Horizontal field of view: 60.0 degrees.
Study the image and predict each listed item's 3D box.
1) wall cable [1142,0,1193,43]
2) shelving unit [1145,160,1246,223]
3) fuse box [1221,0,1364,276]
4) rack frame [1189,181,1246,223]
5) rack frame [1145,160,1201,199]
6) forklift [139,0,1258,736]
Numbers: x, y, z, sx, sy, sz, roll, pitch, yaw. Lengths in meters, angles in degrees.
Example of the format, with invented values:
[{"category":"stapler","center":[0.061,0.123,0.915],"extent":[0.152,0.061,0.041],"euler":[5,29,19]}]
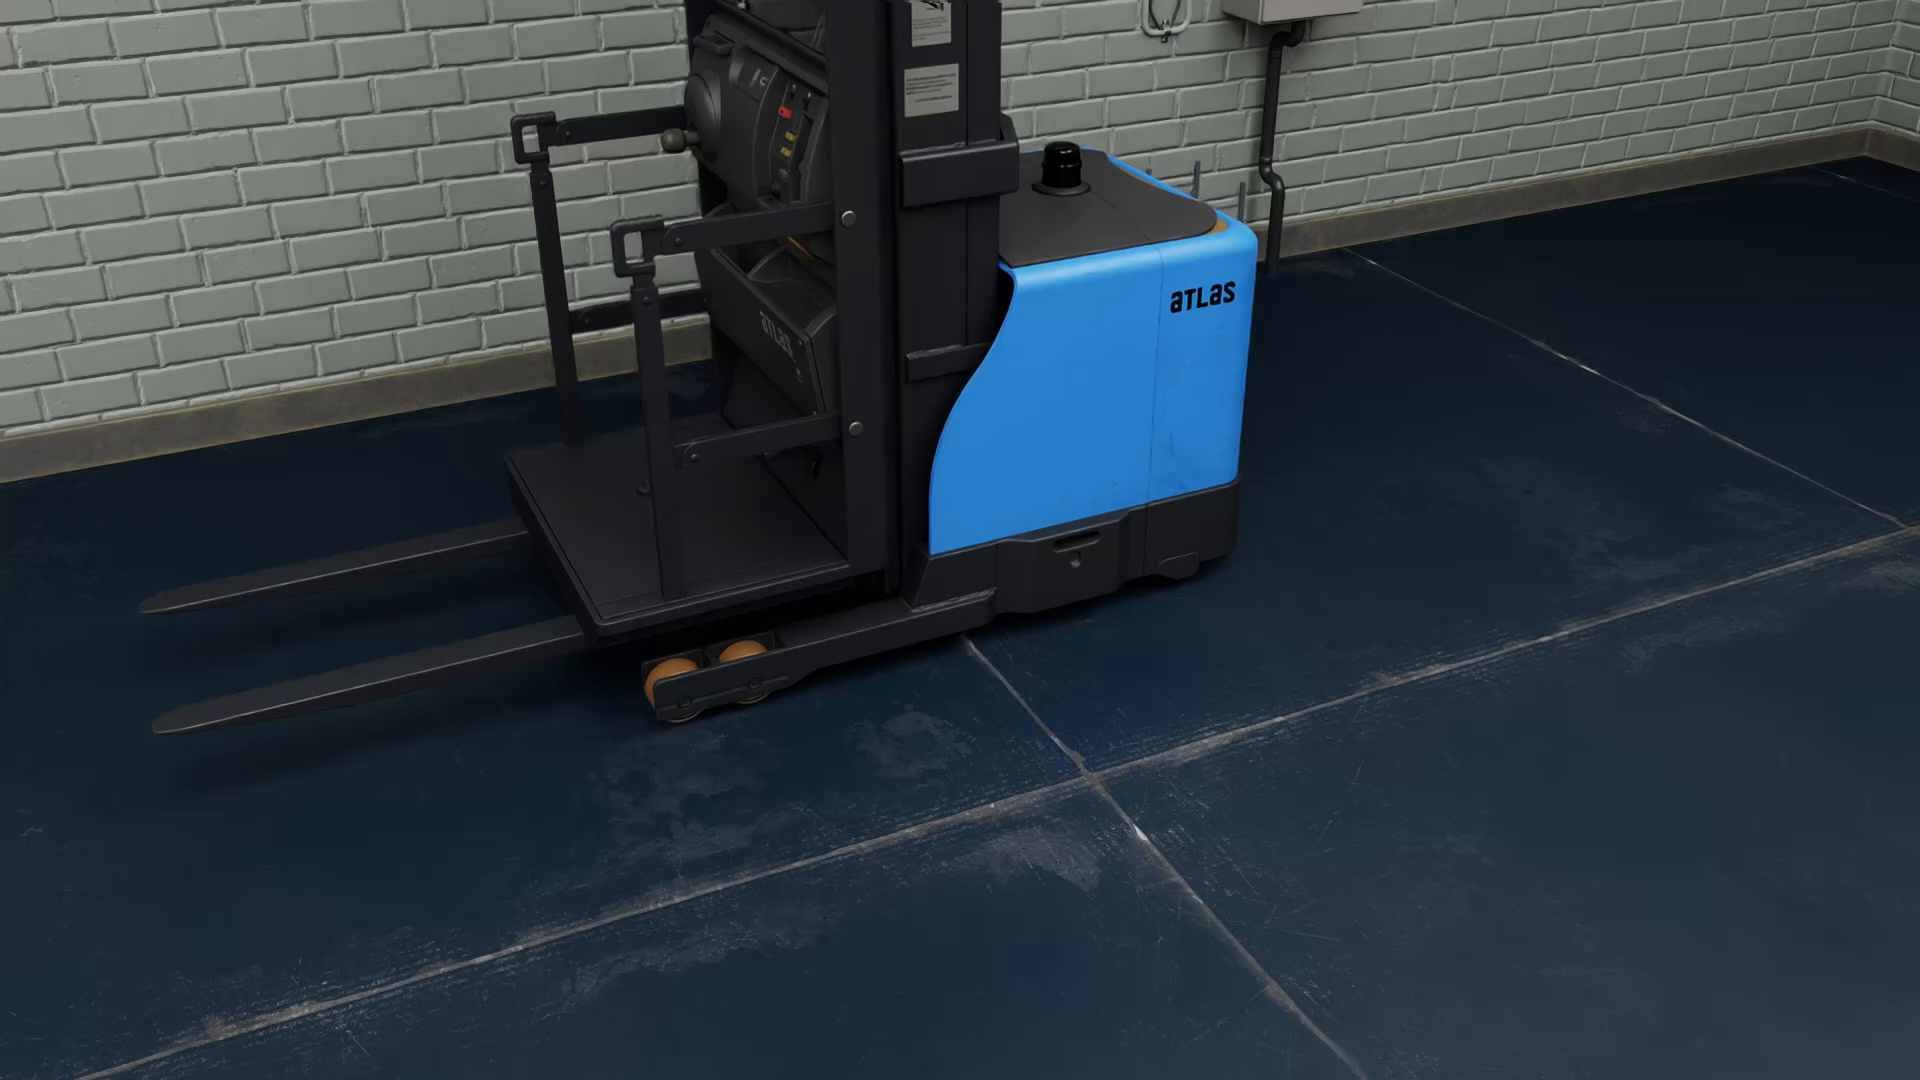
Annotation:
[{"category":"wall cable","center":[0.725,-2.847,6.221],"extent":[0.588,1.984,0.122],"euler":[-13,32,-22]},{"category":"shelving unit","center":[0.722,-0.660,5.353],"extent":[0.215,1.050,0.252],"euler":[-14,32,-23]},{"category":"fuse box","center":[1.409,-1.915,6.916],"extent":[0.539,1.711,0.414],"euler":[-13,32,-22]},{"category":"rack frame","center":[0.777,-0.606,5.258],"extent":[0.200,1.050,0.008],"euler":[-14,32,-23]},{"category":"rack frame","center":[0.666,-0.713,5.448],"extent":[0.200,1.050,0.008],"euler":[-14,32,-23]},{"category":"forklift","center":[-0.711,-1.092,4.201],"extent":[3.031,2.935,1.130],"euler":[-13,32,-23]}]
